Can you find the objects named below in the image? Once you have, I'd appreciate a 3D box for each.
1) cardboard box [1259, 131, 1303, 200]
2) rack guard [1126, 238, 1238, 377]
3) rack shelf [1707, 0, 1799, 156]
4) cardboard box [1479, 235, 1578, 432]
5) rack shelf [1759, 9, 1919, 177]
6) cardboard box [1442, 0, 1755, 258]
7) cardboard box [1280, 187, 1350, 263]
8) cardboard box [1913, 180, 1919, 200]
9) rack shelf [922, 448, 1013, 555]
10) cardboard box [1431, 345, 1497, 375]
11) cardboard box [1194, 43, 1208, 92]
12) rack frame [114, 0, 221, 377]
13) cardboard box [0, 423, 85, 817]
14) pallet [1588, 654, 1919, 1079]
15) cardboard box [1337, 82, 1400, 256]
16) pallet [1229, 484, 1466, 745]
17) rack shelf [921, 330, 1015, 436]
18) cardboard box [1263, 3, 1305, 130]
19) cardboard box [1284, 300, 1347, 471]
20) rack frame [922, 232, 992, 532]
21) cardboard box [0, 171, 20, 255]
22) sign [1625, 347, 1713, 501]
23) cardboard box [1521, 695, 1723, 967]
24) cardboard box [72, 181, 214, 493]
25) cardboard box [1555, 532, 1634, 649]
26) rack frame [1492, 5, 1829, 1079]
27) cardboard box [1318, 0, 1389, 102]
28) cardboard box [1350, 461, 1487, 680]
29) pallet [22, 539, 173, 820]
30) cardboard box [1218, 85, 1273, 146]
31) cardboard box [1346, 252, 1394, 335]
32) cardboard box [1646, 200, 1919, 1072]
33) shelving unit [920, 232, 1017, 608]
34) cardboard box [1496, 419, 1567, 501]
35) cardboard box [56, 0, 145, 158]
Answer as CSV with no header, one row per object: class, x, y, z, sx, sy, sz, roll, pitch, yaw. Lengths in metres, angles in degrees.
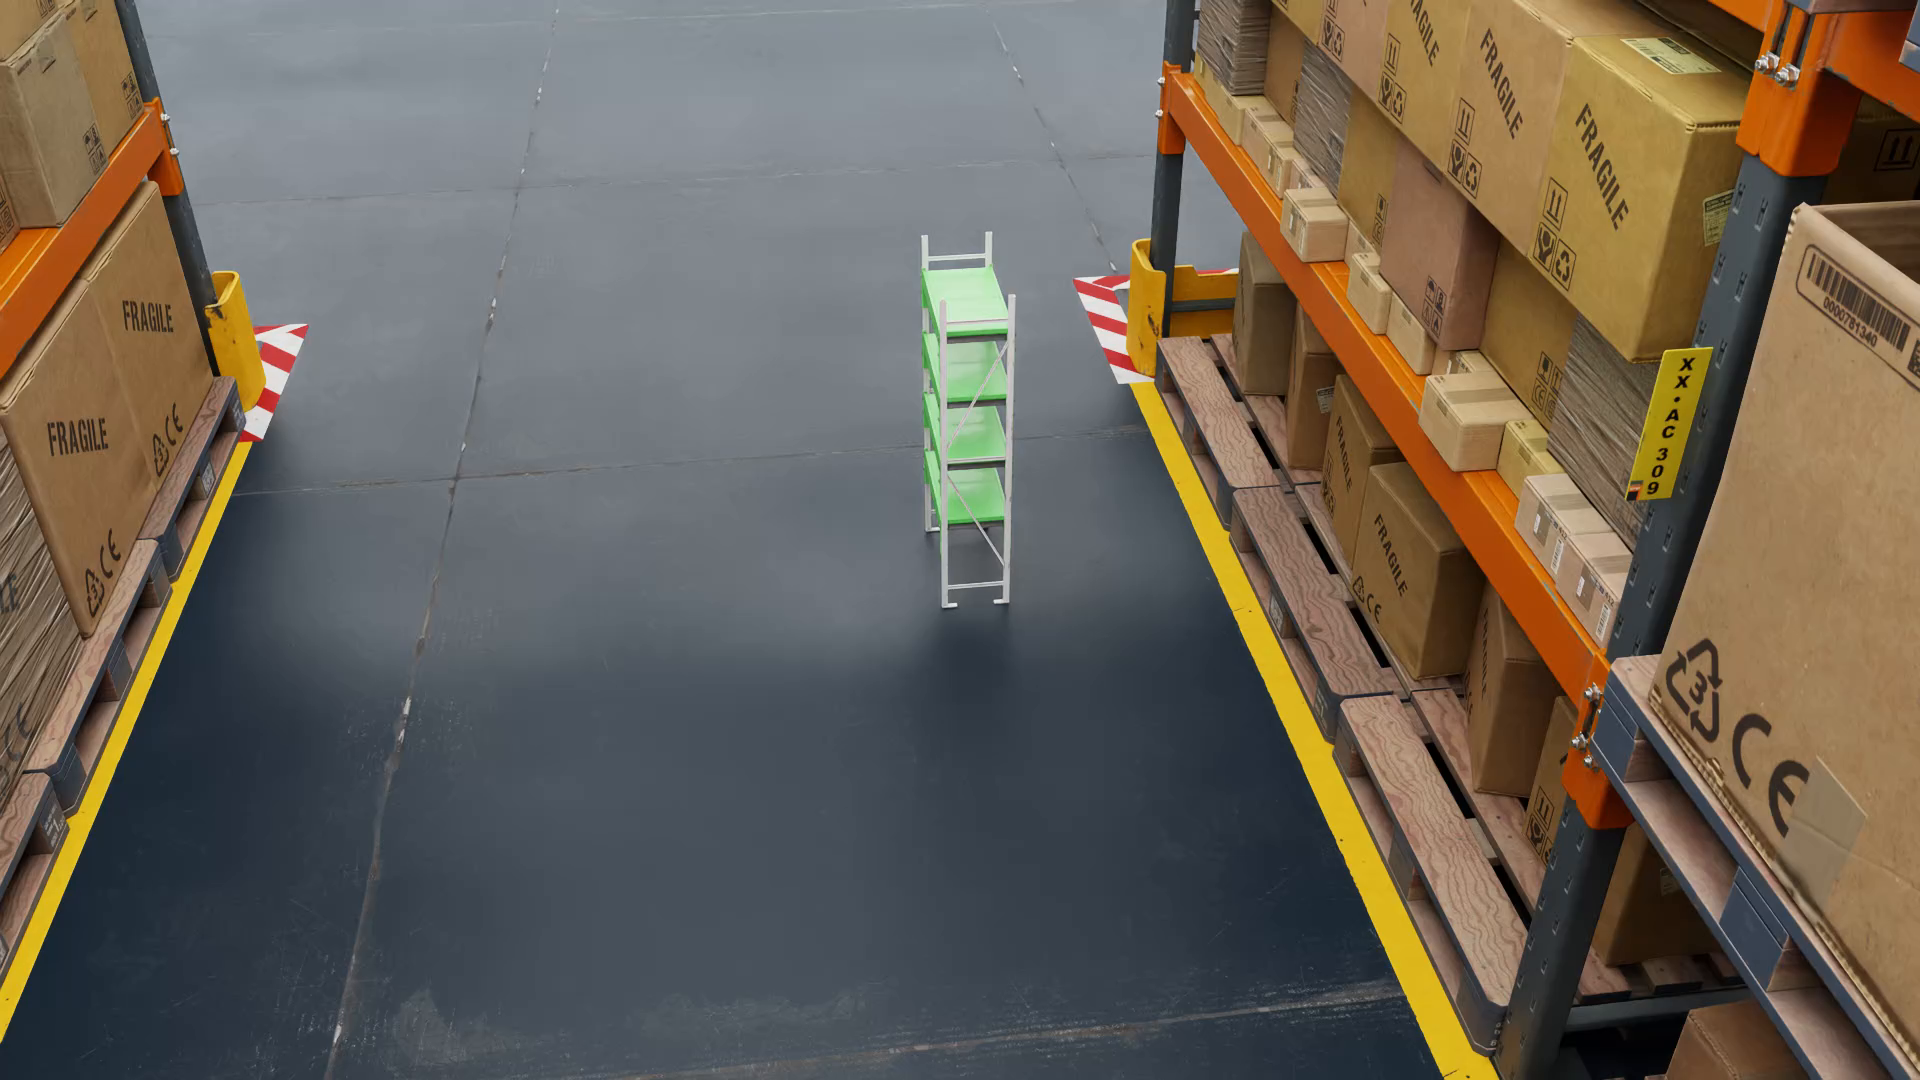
cardboard box,1.251,-1.294,5.708,0.380,0.149,0.250,-4,35,-6
rack guard,1.345,-1.059,7.360,1.175,0.500,0.348,-4,35,-6
rack shelf,1.604,-1.961,4.439,1.077,0.370,4.000,-4,35,-6
cardboard box,1.842,-0.604,4.120,0.875,0.500,0.500,-4,35,-6
rack shelf,2.142,0.272,1.163,1.077,0.370,4.000,-4,35,-6
cardboard box,1.471,-0.989,3.797,0.500,0.500,0.500,-4,35,-6
cardboard box,1.243,-1.009,5.290,0.380,0.149,0.250,-4,35,-6
cardboard box,2.065,-0.750,3.446,0.500,0.500,0.500,-4,35,-6
rack shelf,0.022,-0.152,5.948,0.258,0.148,0.480,-4,35,-6
cardboard box,1.508,-0.461,4.486,0.380,0.149,0.250,-4,35,-6
cardboard box,1.137,-1.853,6.529,0.380,0.149,0.250,-4,35,-6
rack frame,-3.593,-1.815,6.250,1.000,3.000,0.127,-4,35,-6
cardboard box,-3.196,0.262,4.715,0.875,0.875,0.875,-4,34,-6
pallet,1.832,0.615,2.855,1.003,0.211,1.213,-4,35,-6
cardboard box,1.648,-1.158,4.932,0.875,0.500,0.500,-4,35,-6
pallet,1.580,0.196,5.775,1.003,0.211,1.213,-4,35,-6
rack shelf,0.022,-0.549,5.677,0.258,0.148,0.480,-4,35,-6
cardboard box,1.568,-1.720,5.757,0.875,0.500,0.500,-4,35,-6
cardboard box,1.517,-0.594,6.305,0.500,0.500,0.500,4,35,6
rack frame,-0.011,-0.540,5.976,0.240,1.200,0.015,-4,35,-6
cardboard box,-3.452,-1.046,4.988,0.875,0.550,0.550,-4,35,-6
sign,1.337,-0.215,3.133,0.100,0.325,0.005,-4,35,-6
cardboard box,1.859,0.731,4.361,0.500,0.500,0.500,-5,35,-8
cardboard box,-3.437,-0.737,6.182,0.875,0.875,0.875,-4,34,-6
cardboard box,1.553,0.104,3.657,0.380,0.149,0.250,-4,35,-6
rack frame,1.873,0.098,3.443,1.000,3.000,0.127,-4,35,-6
cardboard box,1.341,-1.547,4.616,0.500,0.500,0.500,-4,35,-6
cardboard box,1.613,0.071,5.328,0.500,0.500,0.500,-7,35,-11
pallet,-3.247,0.457,5.392,1.003,0.211,1.213,-4,35,-6
cardboard box,1.171,-1.572,6.116,0.380,0.149,0.250,-4,35,-6
cardboard box,1.366,-0.734,4.887,0.380,0.149,0.250,-4,35,-6
cardboard box,1.841,0.130,2.490,1.000,1.000,1.000,-4,34,-6
shelving unit,0.022,-0.403,5.777,0.258,1.200,0.503,-4,35,-6
cardboard box,1.555,-0.180,4.074,0.380,0.149,0.250,-4,35,-6
cardboard box,-3.498,-1.673,5.909,0.875,0.550,0.550,-4,35,-6
